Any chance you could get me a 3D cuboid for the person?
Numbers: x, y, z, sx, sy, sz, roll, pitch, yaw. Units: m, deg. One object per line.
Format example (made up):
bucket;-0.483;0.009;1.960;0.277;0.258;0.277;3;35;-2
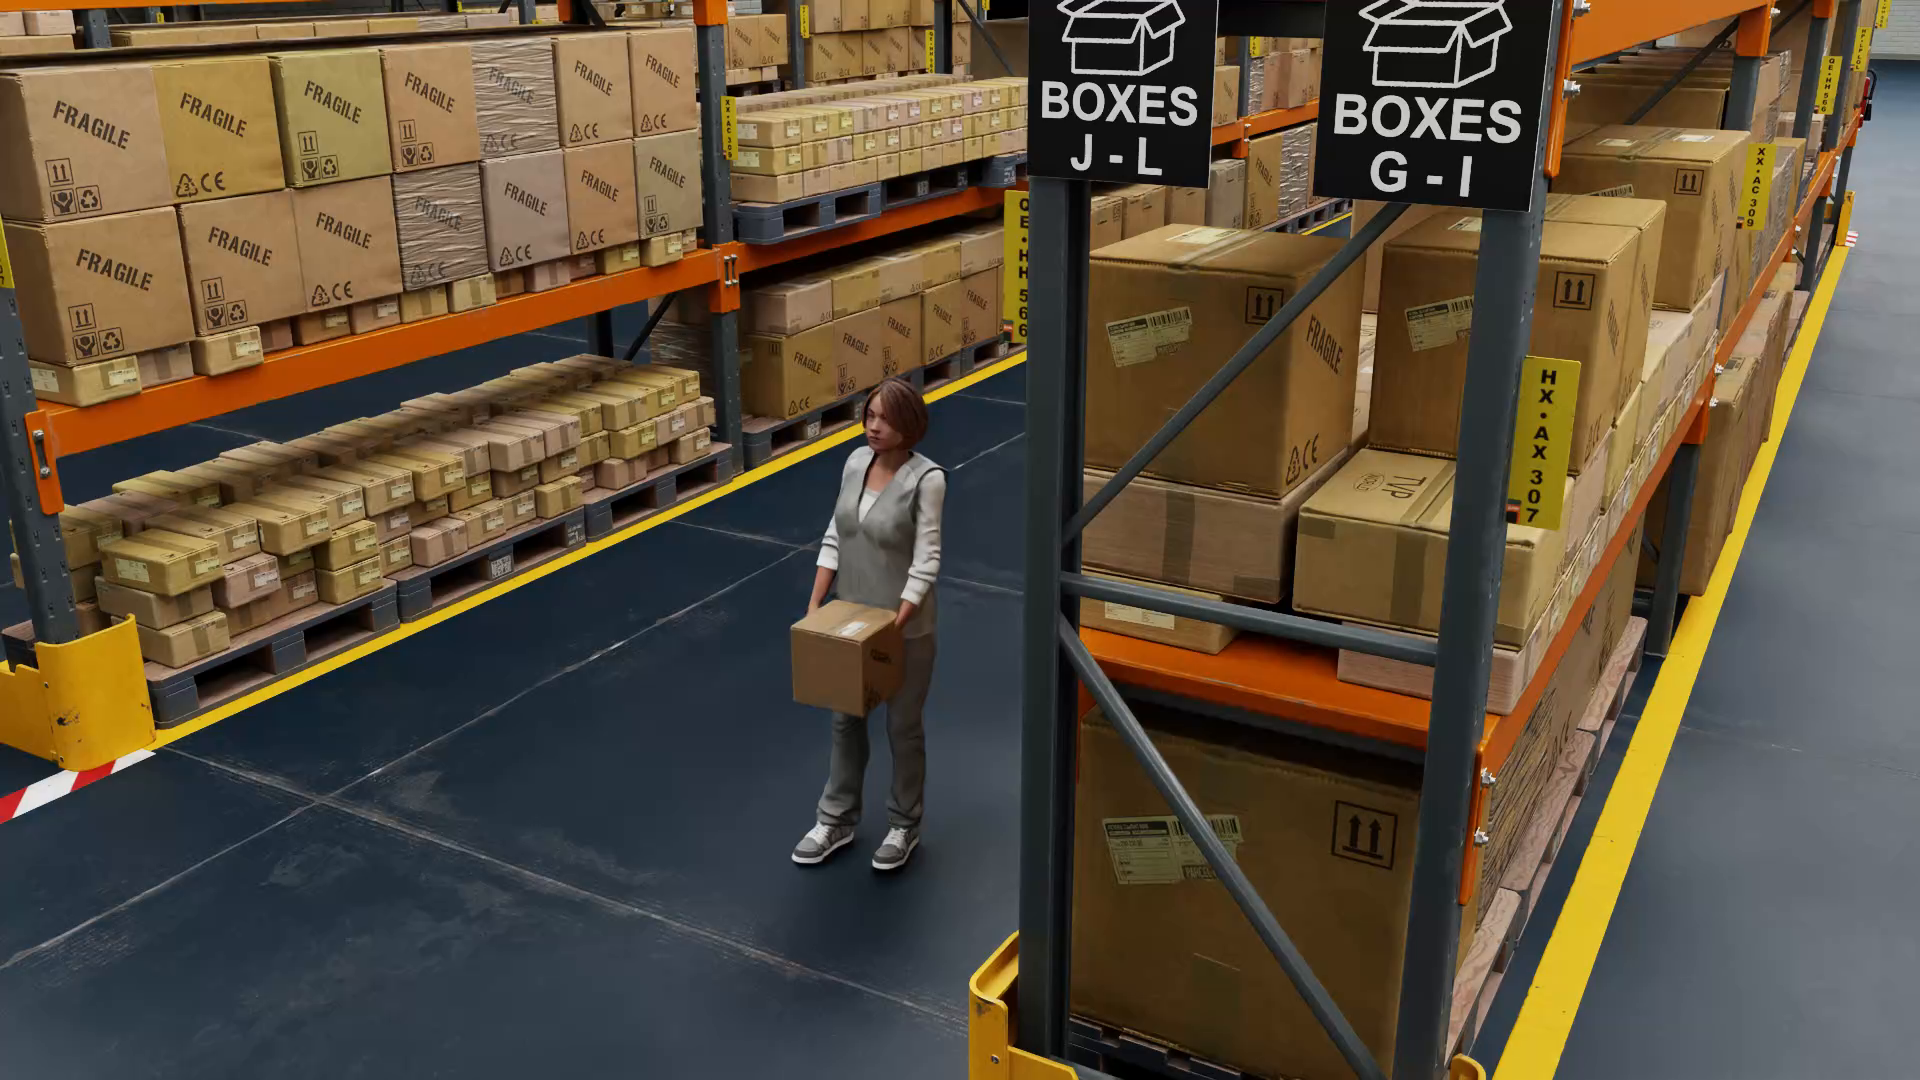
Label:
person;-0.272;0.294;5.255;0.451;1.595;0.432;12;23;30
